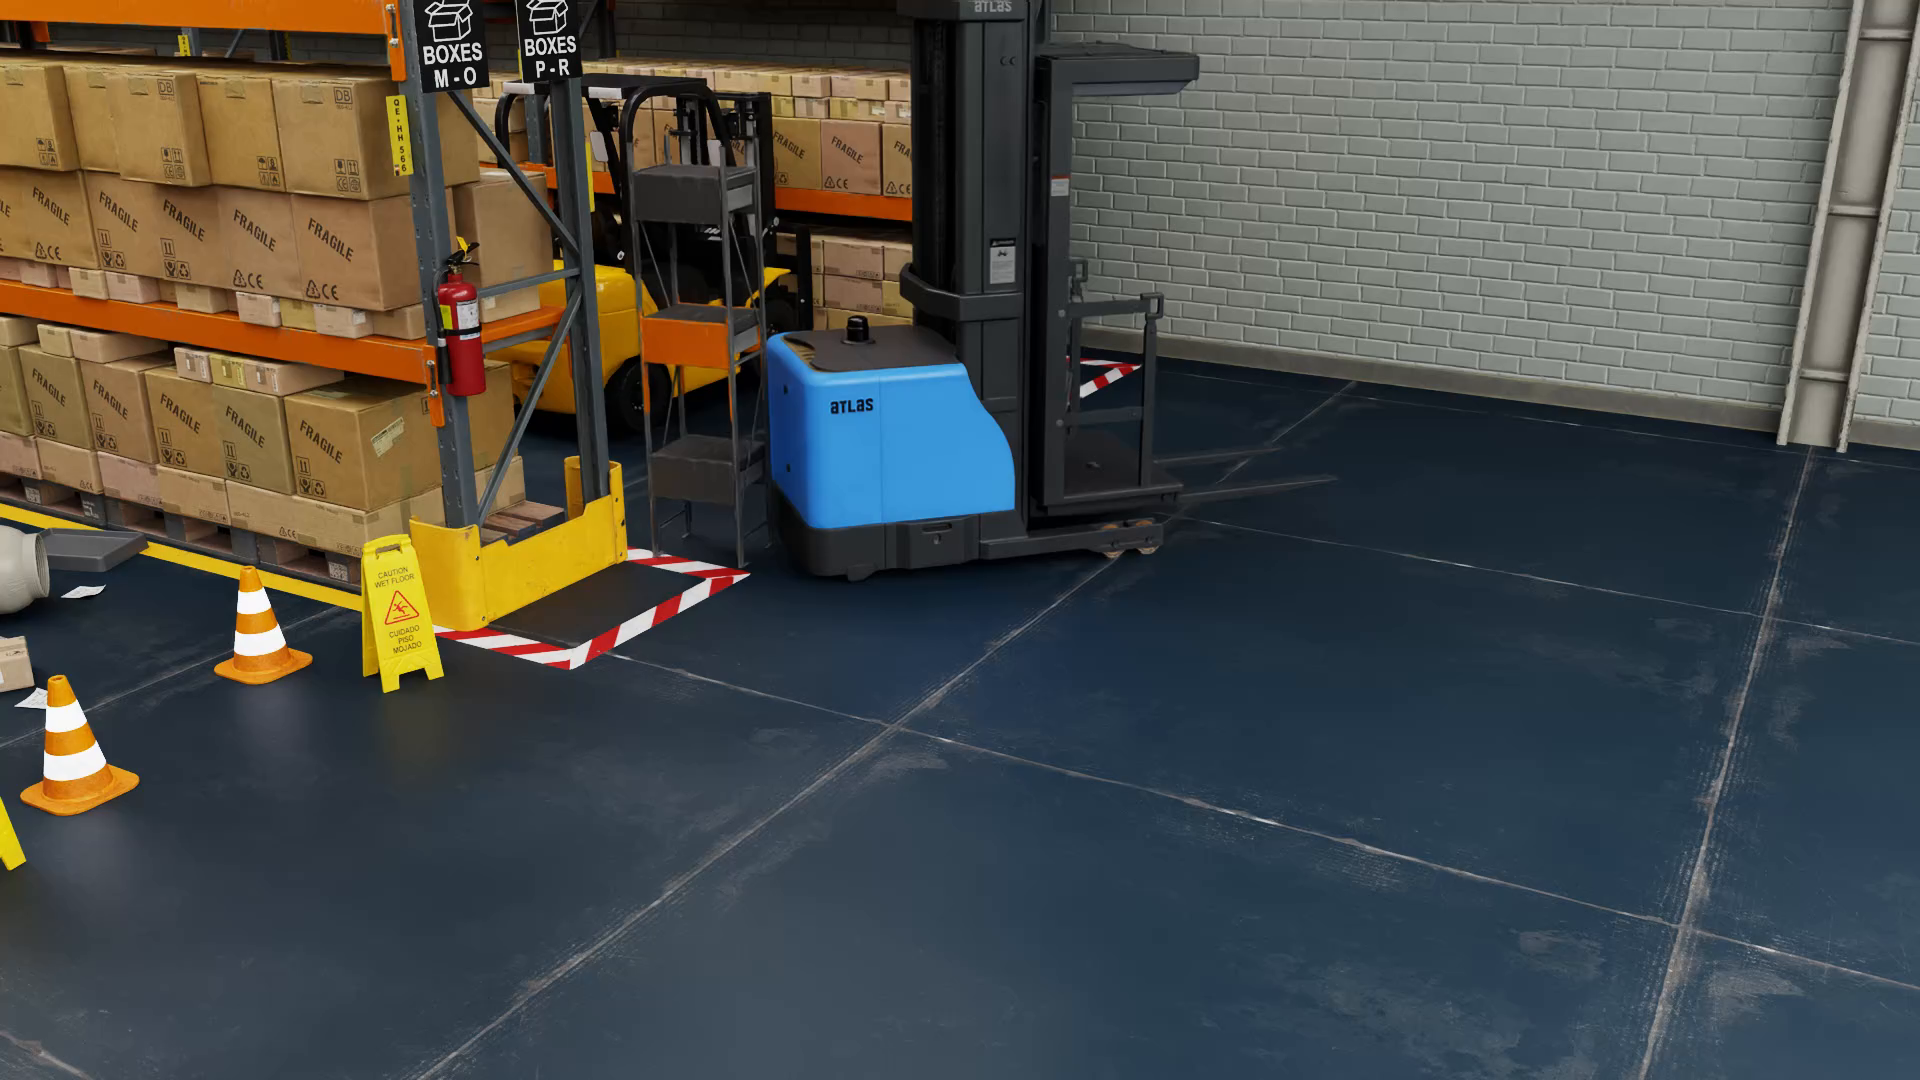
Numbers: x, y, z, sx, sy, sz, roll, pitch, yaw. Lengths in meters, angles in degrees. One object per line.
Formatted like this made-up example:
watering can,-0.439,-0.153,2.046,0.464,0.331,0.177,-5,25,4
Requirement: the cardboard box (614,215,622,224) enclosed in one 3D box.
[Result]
cardboard box,-2.429,-2.424,13.099,0.500,0.250,0.500,11,23,27

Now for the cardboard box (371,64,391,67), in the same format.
cardboard box,-5.073,-4.159,14.835,0.250,0.149,0.380,10,22,26

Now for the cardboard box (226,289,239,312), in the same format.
cardboard box,-3.379,-1.224,8.210,0.250,0.149,0.380,11,23,28

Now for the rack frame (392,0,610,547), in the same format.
rack frame,-2.065,-1.167,7.685,0.127,3.000,1.000,11,23,27

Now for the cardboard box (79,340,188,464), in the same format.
cardboard box,-4.249,-0.739,8.821,0.500,0.500,0.500,12,23,30

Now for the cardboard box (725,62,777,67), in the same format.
cardboard box,-1.611,-3.617,12.904,0.250,0.149,0.380,11,22,27

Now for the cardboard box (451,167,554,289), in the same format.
cardboard box,-2.343,-1.516,8.062,0.500,0.500,0.500,10,22,26

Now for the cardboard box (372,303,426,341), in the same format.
cardboard box,-2.496,-1.048,7.723,0.250,0.149,0.380,12,23,29

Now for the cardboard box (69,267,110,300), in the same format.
cardboard box,-4.326,-1.351,8.560,0.250,0.149,0.380,11,23,28

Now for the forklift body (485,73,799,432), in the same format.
forklift body,-2.193,-2.019,11.277,1.214,2.155,2.313,11,23,27

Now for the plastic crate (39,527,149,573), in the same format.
plastic crate,-4.586,0.045,8.624,0.583,0.080,0.402,3,20,9

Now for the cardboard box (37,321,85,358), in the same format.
cardboard box,-4.644,-1.093,8.845,0.250,0.149,0.380,12,23,29

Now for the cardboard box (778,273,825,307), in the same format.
cardboard box,-1.118,-1.940,12.497,0.500,0.250,0.500,10,22,26

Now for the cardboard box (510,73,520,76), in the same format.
cardboard box,-3.550,-3.845,13.970,0.250,0.149,0.380,10,22,26

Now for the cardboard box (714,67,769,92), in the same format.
cardboard box,-1.616,-3.435,12.401,0.250,0.149,0.380,11,23,28

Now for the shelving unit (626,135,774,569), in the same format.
shelving unit,-1.284,-0.931,8.349,0.503,2.100,0.431,7,21,18

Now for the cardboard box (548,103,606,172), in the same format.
cardboard box,-2.880,-3.206,13.159,0.500,0.500,0.500,10,22,26

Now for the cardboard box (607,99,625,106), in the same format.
cardboard box,-2.522,-3.454,12.890,0.250,0.149,0.380,11,23,27

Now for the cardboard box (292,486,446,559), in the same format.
cardboard box,-2.923,-0.131,8.243,0.500,0.250,0.500,11,23,27

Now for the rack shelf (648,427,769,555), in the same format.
rack shelf,-1.284,-0.259,8.588,0.480,0.518,0.431,7,21,18

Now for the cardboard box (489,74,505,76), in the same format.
cardboard box,-3.968,-3.748,13.699,0.250,0.149,0.380,11,23,27

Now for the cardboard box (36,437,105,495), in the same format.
cardboard box,-4.702,-0.474,9.188,0.500,0.250,0.500,12,23,30

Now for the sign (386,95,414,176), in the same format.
sign,-2.353,-1.698,6.987,0.005,0.325,0.100,11,23,27

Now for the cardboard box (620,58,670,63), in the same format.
cardboard box,-2.515,-3.786,13.368,0.250,0.149,0.380,10,22,26

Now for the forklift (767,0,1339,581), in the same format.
forklift,0.547,-1.454,8.575,3.031,2.935,1.130,-6,21,-17

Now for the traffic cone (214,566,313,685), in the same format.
traffic cone,-3.069,0.338,7.256,0.334,0.463,0.336,11,23,27

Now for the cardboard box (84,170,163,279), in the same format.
cardboard box,-3.976,-1.621,8.353,0.500,0.500,0.500,11,23,28

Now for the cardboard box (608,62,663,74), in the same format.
cardboard box,-2.507,-3.605,12.871,0.250,0.149,0.380,10,22,26

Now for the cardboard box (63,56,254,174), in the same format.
cardboard box,-3.919,-2.109,8.232,0.500,0.500,0.700,11,22,27

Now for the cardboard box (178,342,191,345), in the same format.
cardboard box,-4.019,-0.903,9.272,0.500,0.500,0.500,12,23,30

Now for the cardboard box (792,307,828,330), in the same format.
cardboard box,-1.074,-1.706,12.586,0.500,0.250,0.500,11,23,28

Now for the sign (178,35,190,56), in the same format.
sign,-6.888,-4.320,14.794,0.005,0.325,0.100,11,23,27

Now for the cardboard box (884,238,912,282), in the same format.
cardboard box,-0.202,-2.004,11.942,0.500,0.250,0.500,12,23,29

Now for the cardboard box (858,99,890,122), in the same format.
cardboard box,-0.521,-3.067,11.823,0.250,0.149,0.380,11,23,28

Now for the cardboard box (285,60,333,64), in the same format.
cardboard box,-5.966,-4.324,15.289,0.250,0.149,0.380,11,23,29

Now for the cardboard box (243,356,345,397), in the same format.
cardboard box,-3.245,-0.826,8.110,0.250,0.149,0.380,12,23,29

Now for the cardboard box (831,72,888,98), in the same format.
cardboard box,-0.716,-3.265,11.933,0.250,0.149,0.380,11,23,28

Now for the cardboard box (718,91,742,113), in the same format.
cardboard box,-1.649,-3.269,12.379,0.250,0.149,0.380,10,22,26

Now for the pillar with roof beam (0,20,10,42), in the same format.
pillar with roof beam,-12.392,-6.564,13.764,0.400,9.000,9.100,11,23,27

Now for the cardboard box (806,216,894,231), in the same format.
cardboard box,-0.844,-2.325,12.827,0.500,0.250,0.500,11,22,27

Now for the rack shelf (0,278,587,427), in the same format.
rack shelf,-3.811,-1.162,8.724,4.000,0.370,1.077,11,23,27

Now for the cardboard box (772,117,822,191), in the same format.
cardboard box,-1.101,-2.871,12.233,0.500,0.500,0.500,10,22,26

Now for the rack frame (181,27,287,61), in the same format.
rack frame,-6.632,-3.976,15.428,0.127,3.000,1.000,11,23,27

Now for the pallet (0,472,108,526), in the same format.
pallet,-4.953,-0.421,9.715,1.213,0.211,1.003,11,23,27

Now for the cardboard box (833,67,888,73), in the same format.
cardboard box,-0.737,-3.432,12.394,0.250,0.149,0.380,12,23,29

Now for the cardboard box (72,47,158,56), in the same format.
cardboard box,-8.147,-4.439,15.935,0.637,0.503,0.797,10,22,26
